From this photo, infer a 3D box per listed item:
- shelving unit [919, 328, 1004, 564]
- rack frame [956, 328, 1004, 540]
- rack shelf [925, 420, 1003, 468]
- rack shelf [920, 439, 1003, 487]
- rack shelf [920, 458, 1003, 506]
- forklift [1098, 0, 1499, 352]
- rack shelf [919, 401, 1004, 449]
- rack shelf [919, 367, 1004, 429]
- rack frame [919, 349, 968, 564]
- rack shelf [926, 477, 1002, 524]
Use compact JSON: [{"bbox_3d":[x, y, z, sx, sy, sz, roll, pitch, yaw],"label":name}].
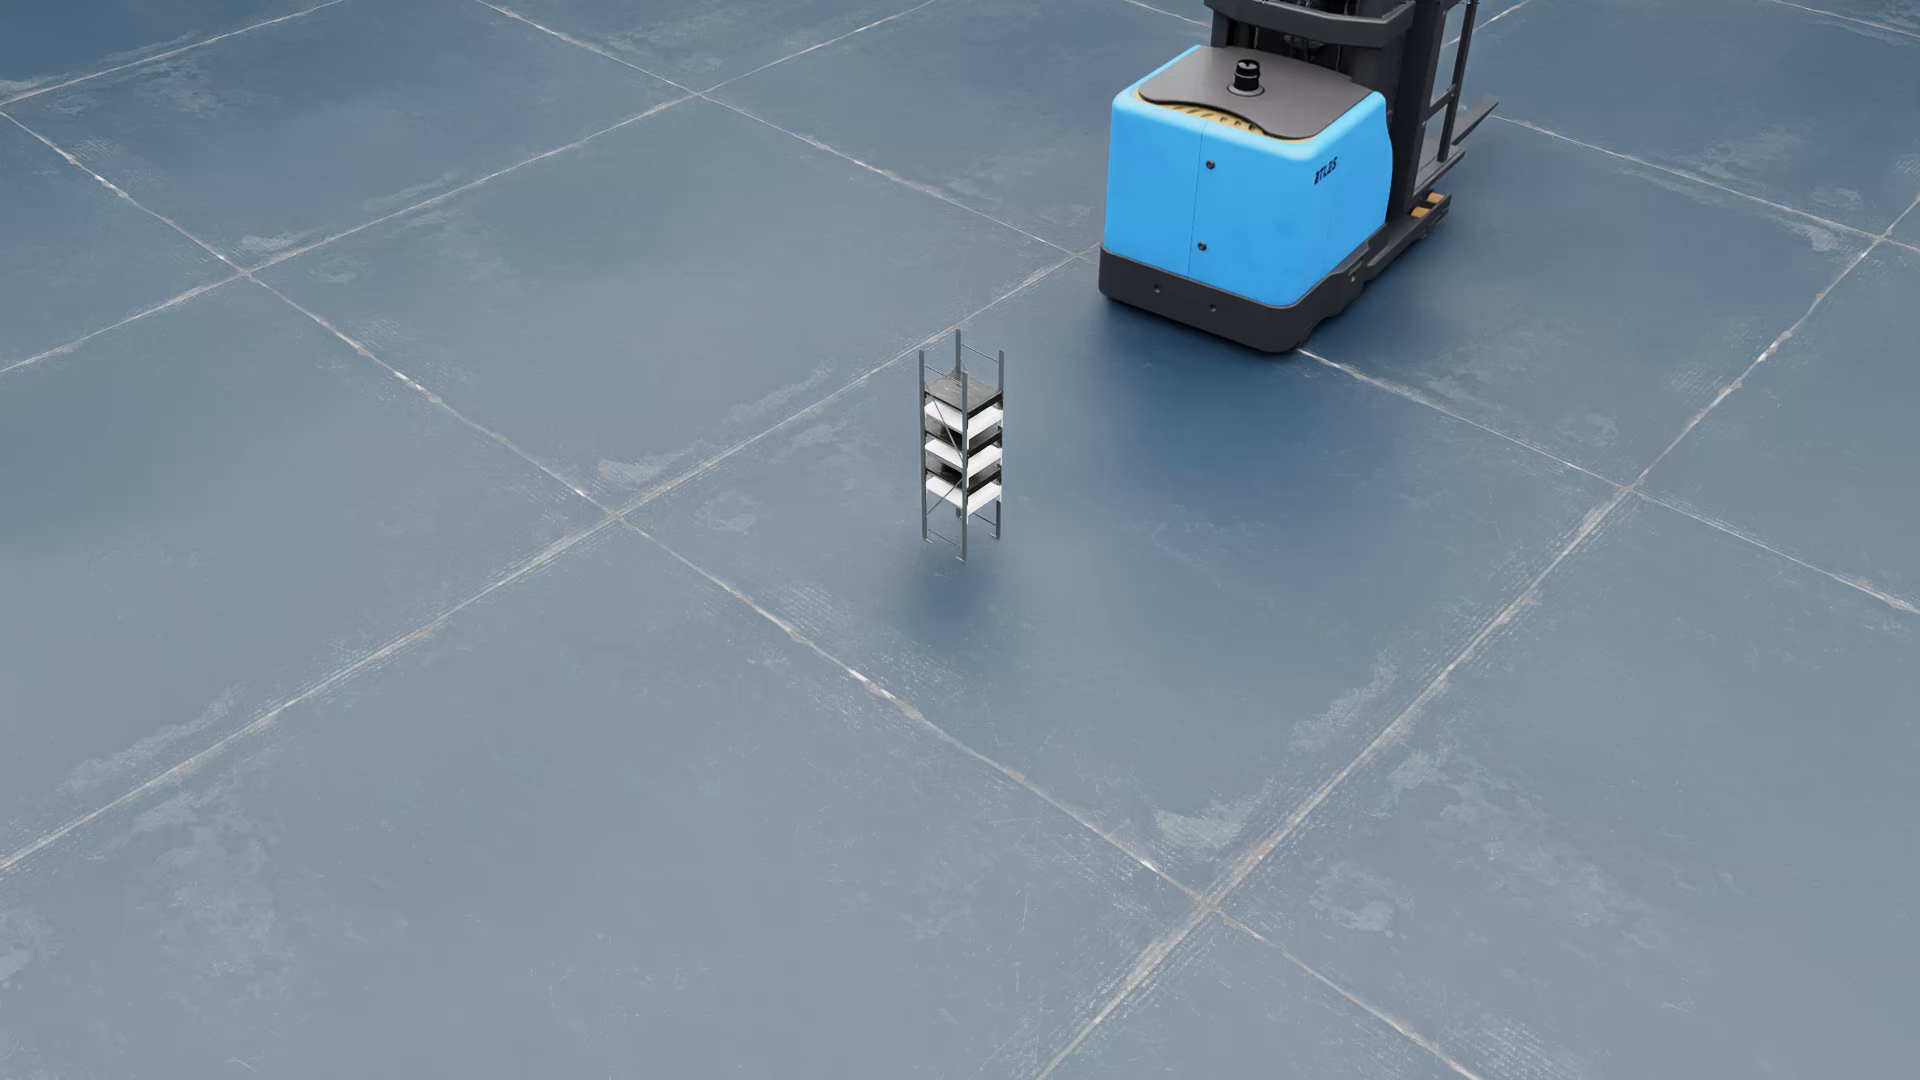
[{"bbox_3d":[0.005,-0.356,6.475,0.258,0.900,0.210,30,47,32],"label":"shelving unit"},{"bbox_3d":[0.074,-0.403,6.533,0.240,0.900,0.006,30,47,32],"label":"rack frame"},{"bbox_3d":[0.005,-0.400,6.439,0.258,0.077,0.200,30,47,32],"label":"rack shelf"},{"bbox_3d":[0.005,-0.330,6.495,0.258,0.077,0.200,30,47,32],"label":"rack shelf"},{"bbox_3d":[0.005,-0.259,6.551,0.258,0.077,0.200,30,47,32],"label":"rack shelf"},{"bbox_3d":[1.954,-2.889,8.029,1.130,2.935,3.031,24,45,27],"label":"forklift"},{"bbox_3d":[0.005,-0.471,6.383,0.258,0.077,0.200,30,47,32],"label":"rack shelf"},{"bbox_3d":[0.005,-0.541,6.327,0.258,0.077,0.200,30,47,32],"label":"rack shelf"},{"bbox_3d":[-0.063,-0.309,6.416,0.240,0.900,0.006,30,47,32],"label":"rack frame"},{"bbox_3d":[0.005,-0.189,6.607,0.258,0.077,0.200,30,47,32],"label":"rack shelf"}]
